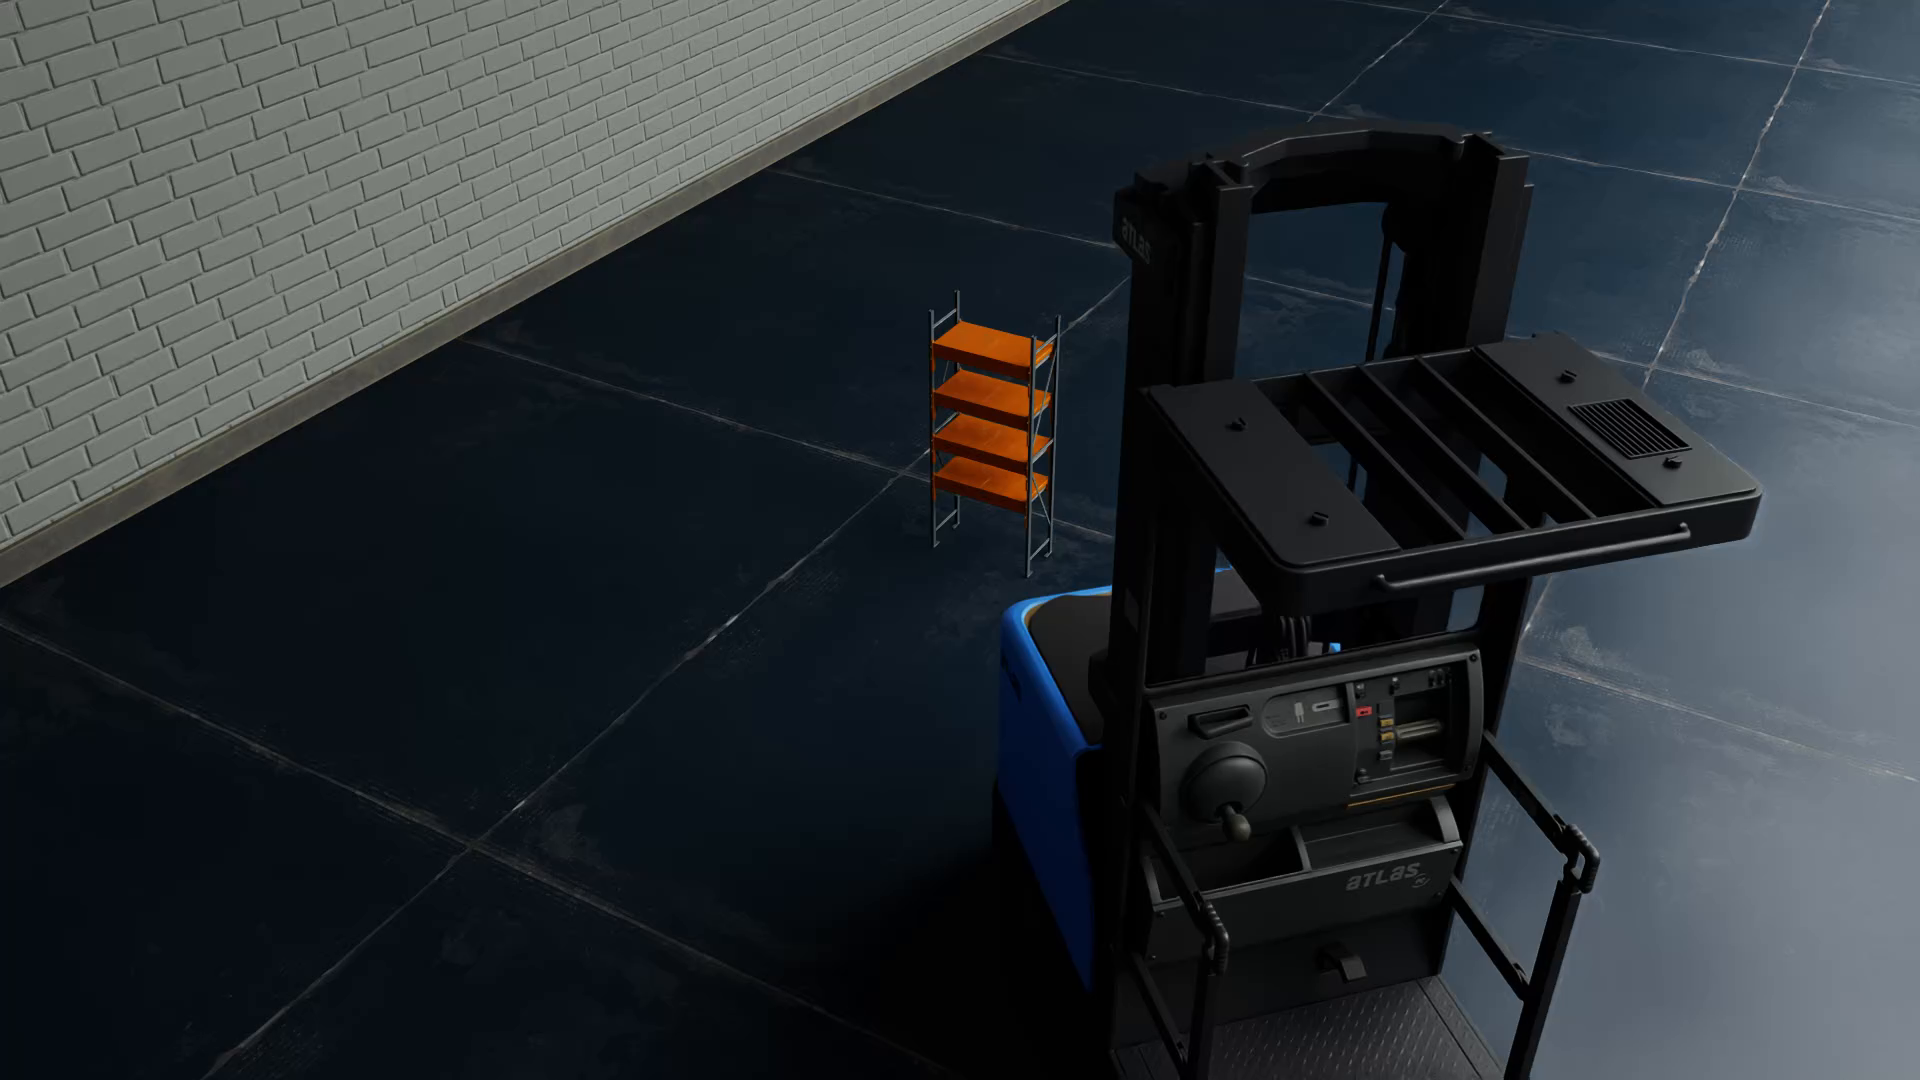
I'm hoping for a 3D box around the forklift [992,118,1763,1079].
[{"bbox_3d":[1.006,0.593,4.186,1.130,2.935,3.031,-9,35,-13],"label":"forklift"}]

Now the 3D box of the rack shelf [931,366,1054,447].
[{"bbox_3d":[0.144,-0.584,7.234,0.480,0.148,0.258,18,37,24],"label":"rack shelf"}]

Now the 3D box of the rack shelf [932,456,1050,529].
[{"bbox_3d":[0.144,-0.233,7.468,0.480,0.148,0.258,18,37,24],"label":"rack shelf"}]

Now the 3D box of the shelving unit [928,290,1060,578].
[{"bbox_3d":[0.144,-0.454,7.320,0.503,1.200,0.258,18,37,24],"label":"shelving unit"}]

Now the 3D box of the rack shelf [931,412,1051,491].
[{"bbox_3d":[0.144,-0.398,7.358,0.480,0.148,0.258,18,37,24],"label":"rack shelf"}]

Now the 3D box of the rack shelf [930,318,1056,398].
[{"bbox_3d":[0.144,-0.781,7.103,0.480,0.148,0.258,18,37,24],"label":"rack shelf"}]

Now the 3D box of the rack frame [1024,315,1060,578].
[{"bbox_3d":[0.356,-0.387,7.220,0.015,1.200,0.240,18,37,24],"label":"rack frame"}]

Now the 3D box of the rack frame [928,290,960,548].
[{"bbox_3d":[-0.068,-0.521,7.421,0.015,1.200,0.240,18,37,24],"label":"rack frame"}]
